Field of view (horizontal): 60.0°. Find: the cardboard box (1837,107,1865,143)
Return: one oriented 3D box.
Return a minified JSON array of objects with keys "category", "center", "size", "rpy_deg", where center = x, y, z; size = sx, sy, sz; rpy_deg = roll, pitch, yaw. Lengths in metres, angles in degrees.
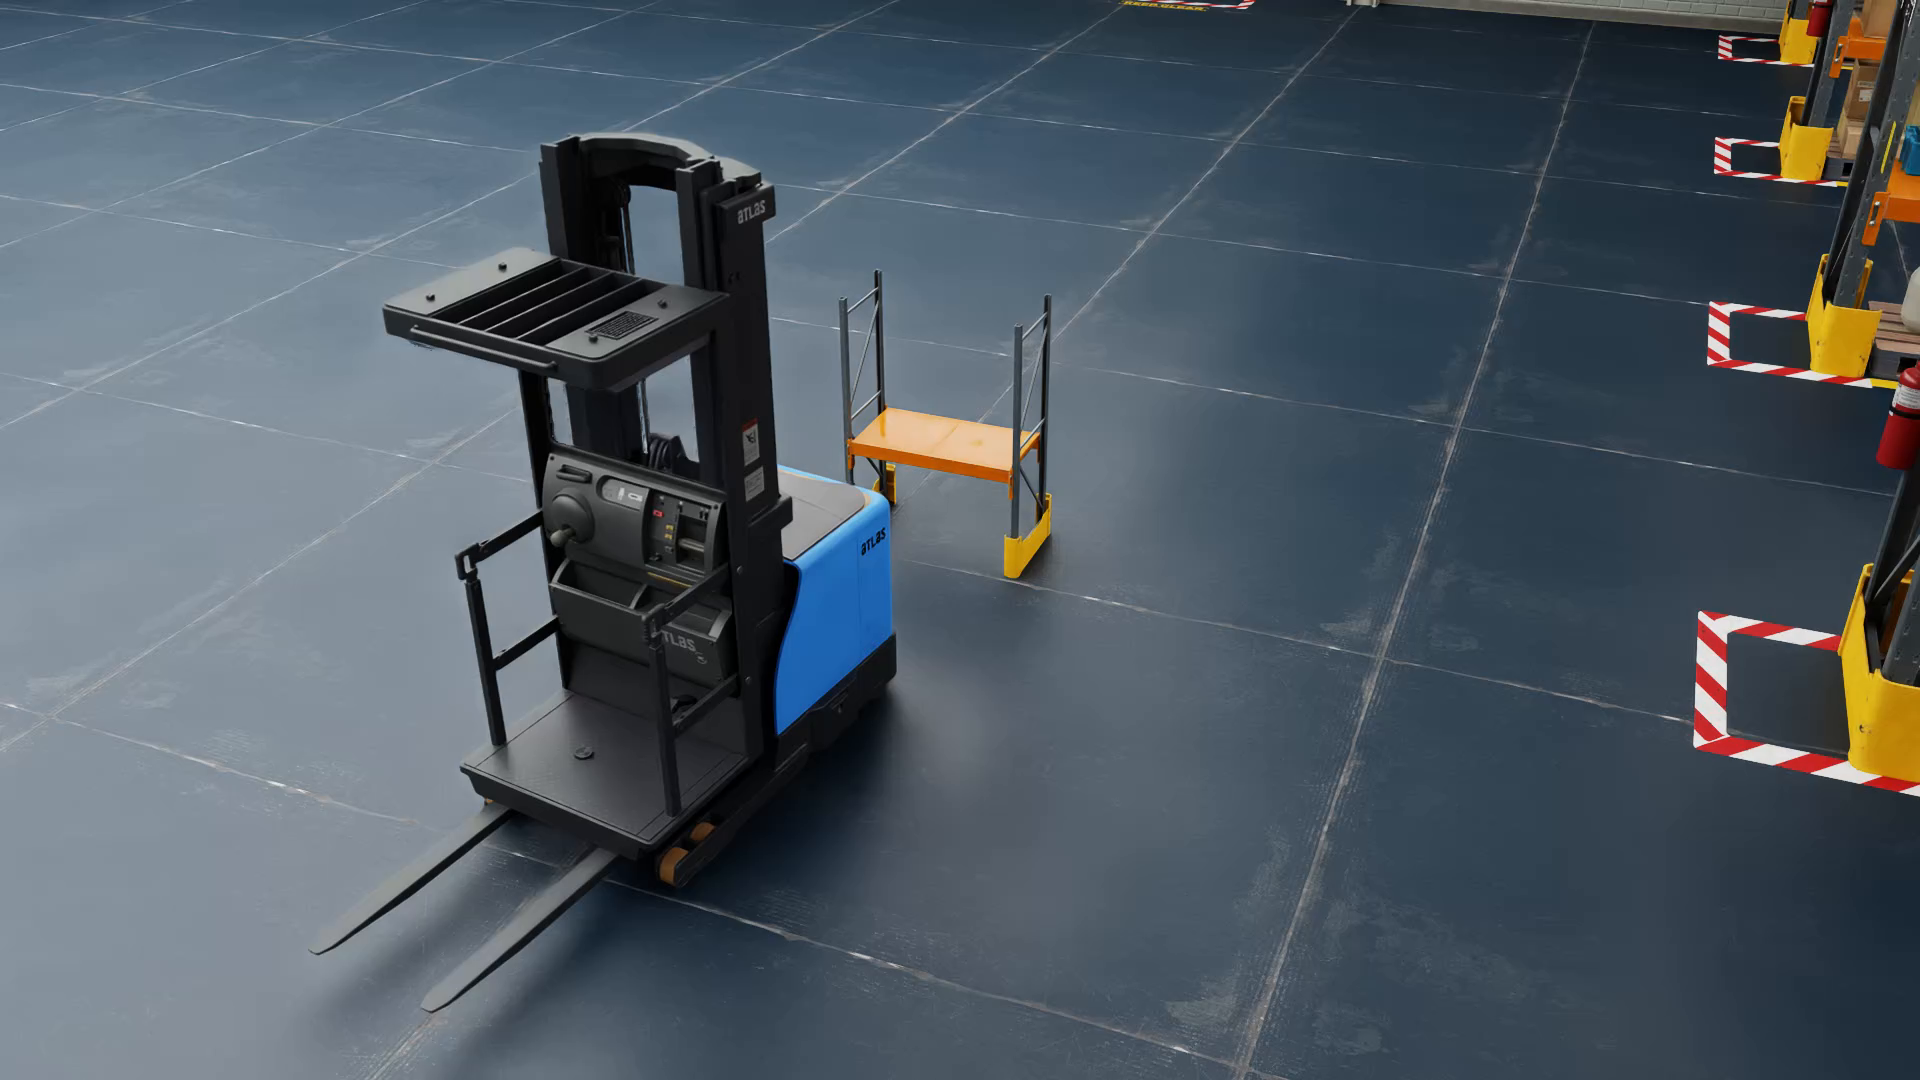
[{"category":"cardboard box","center":[8.840,-4.012,16.167],"size":[0.500,0.250,0.500],"rpy_deg":[11,31,19]}]

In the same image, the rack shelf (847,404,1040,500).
[{"category":"rack shelf","center":[-0.079,-0.512,9.497],"size":[1.000,0.185,0.538],"rpy_deg":[11,31,19]}]

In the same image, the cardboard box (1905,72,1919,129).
[{"category":"cardboard box","center":[9.109,-4.011,15.403],"size":[0.500,0.500,0.500],"rpy_deg":[11,31,19]}]

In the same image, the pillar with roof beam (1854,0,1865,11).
[{"category":"pillar with roof beam","center":[9.446,-8.164,15.048],"size":[0.400,9.000,9.100],"rpy_deg":[11,31,19]}]

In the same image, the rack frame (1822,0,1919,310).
[{"category":"rack frame","center":[6.366,-2.733,11.537],"size":[0.127,3.000,1.000],"rpy_deg":[11,31,19]}]

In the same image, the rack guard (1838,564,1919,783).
[{"category":"rack guard","center":[4.574,0.628,8.131],"size":[0.348,0.500,1.175],"rpy_deg":[11,31,19]}]

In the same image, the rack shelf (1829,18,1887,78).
[{"category":"rack shelf","center":[10.085,-4.308,15.054],"size":[4.000,0.370,1.077],"rpy_deg":[11,31,19]}]

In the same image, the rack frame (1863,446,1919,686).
[{"category":"rack frame","center":[4.504,-0.475,7.541],"size":[0.127,3.000,1.000],"rpy_deg":[11,31,19]}]

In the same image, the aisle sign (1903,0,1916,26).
[{"category":"aisle sign","center":[6.189,-3.744,10.684],"size":[0.004,0.787,0.394],"rpy_deg":[11,31,19]}]

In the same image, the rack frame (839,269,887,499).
[{"category":"rack frame","center":[-0.550,-0.763,9.575],"size":[0.032,1.500,0.500],"rpy_deg":[11,31,19]}]

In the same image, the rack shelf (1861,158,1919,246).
[{"category":"rack shelf","center":[8.219,-2.050,11.059],"size":[4.000,0.370,1.077],"rpy_deg":[11,31,19]}]

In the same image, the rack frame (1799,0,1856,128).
[{"category":"rack frame","center":[8.232,-4.991,15.531],"size":[0.127,3.000,1.000],"rpy_deg":[11,31,19]}]

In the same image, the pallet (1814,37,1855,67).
[{"category":"pallet","center":[10.901,-5.856,19.895],"size":[1.213,0.211,1.003],"rpy_deg":[11,31,19]}]

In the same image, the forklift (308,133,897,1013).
[{"category":"forklift","center":[-1.496,-0.050,6.860],"size":[1.130,2.935,3.031],"rpy_deg":[16,33,26]}]

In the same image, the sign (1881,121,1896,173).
[{"category":"sign","center":[6.155,-2.603,11.026],"size":[0.005,0.325,0.100],"rpy_deg":[11,31,19]}]

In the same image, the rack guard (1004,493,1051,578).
[{"category":"rack guard","center":[0.391,-0.031,9.550],"size":[0.087,0.250,0.587],"rpy_deg":[11,31,19]}]

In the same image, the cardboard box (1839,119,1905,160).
[{"category":"cardboard box","center":[8.645,-3.776,15.750],"size":[0.500,0.250,0.500],"rpy_deg":[11,31,19]}]

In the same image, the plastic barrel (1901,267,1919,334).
[{"category":"plastic barrel","center":[7.005,-1.746,11.892],"size":[0.421,0.512,0.421],"rpy_deg":[0,29,0]}]

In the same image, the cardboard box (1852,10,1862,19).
[{"category":"cardboard box","center":[10.698,-6.102,19.783],"size":[0.500,0.311,0.500],"rpy_deg":[8,30,13]}]

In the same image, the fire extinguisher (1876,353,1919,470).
[{"category":"fire extinguisher","center":[4.571,-0.672,7.969],"size":[0.183,0.674,0.296],"rpy_deg":[11,31,19]}]

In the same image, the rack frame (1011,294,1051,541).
[{"category":"rack frame","center":[0.392,-0.575,9.242],"size":[0.032,1.500,0.500],"rpy_deg":[11,31,19]}]

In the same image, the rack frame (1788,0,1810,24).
[{"category":"rack frame","center":[10.091,-7.250,19.529],"size":[0.127,3.000,1.000],"rpy_deg":[11,31,19]}]

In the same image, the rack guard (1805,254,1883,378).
[{"category":"rack guard","center":[6.454,-1.652,12.165],"size":[0.348,0.500,1.175],"rpy_deg":[11,31,19]}]

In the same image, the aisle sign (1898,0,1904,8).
[{"category":"aisle sign","center":[6.411,-4.013,11.160],"size":[0.004,0.787,0.394],"rpy_deg":[11,31,19]}]

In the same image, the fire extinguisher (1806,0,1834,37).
[{"category":"fire extinguisher","center":[8.297,-5.191,15.964],"size":[0.183,0.674,0.296],"rpy_deg":[11,31,19]}]

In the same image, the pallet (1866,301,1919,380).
[{"category":"pallet","center":[7.205,-1.374,11.966],"size":[1.213,0.211,1.003],"rpy_deg":[11,31,19]}]

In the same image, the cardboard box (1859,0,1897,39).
[{"category":"cardboard box","center":[8.660,-4.942,15.344],"size":[0.500,0.500,0.700],"rpy_deg":[11,31,19]}]

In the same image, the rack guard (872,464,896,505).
[{"category":"rack guard","center":[-0.532,-0.215,9.876],"size":[0.087,0.250,0.587],"rpy_deg":[11,31,19]}]

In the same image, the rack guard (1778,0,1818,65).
[{"category":"rack guard","center":[10.161,-6.148,20.119],"size":[0.348,0.500,1.175],"rpy_deg":[11,31,19]}]

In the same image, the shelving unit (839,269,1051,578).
[{"category":"shelving unit","center":[-0.071,-0.667,9.406],"size":[1.083,1.500,0.587],"rpy_deg":[11,31,19]}]

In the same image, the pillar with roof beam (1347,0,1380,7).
[{"category":"pillar with roof beam","center":[3.886,-9.274,17.012],"size":[0.400,9.000,9.100],"rpy_deg":[11,31,19]}]

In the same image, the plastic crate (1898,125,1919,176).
[{"category":"plastic crate","center":[6.942,-2.712,11.651],"size":[0.616,0.251,0.499],"rpy_deg":[11,31,19]}]

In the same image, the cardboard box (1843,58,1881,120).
[{"category":"cardboard box","center":[8.841,-4.339,15.985],"size":[0.500,0.500,0.500],"rpy_deg":[11,31,19]}]

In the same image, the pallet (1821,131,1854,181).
[{"category":"pallet","center":[8.956,-3.654,16.001],"size":[1.213,0.211,1.003],"rpy_deg":[11,31,19]}]

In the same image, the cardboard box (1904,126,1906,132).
[{"category":"cardboard box","center":[9.110,-3.685,15.589],"size":[0.500,0.250,0.500],"rpy_deg":[11,31,19]}]

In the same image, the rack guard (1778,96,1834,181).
[{"category":"rack guard","center":[8.210,-3.907,16.154],"size":[0.348,0.500,1.175],"rpy_deg":[11,31,19]}]
